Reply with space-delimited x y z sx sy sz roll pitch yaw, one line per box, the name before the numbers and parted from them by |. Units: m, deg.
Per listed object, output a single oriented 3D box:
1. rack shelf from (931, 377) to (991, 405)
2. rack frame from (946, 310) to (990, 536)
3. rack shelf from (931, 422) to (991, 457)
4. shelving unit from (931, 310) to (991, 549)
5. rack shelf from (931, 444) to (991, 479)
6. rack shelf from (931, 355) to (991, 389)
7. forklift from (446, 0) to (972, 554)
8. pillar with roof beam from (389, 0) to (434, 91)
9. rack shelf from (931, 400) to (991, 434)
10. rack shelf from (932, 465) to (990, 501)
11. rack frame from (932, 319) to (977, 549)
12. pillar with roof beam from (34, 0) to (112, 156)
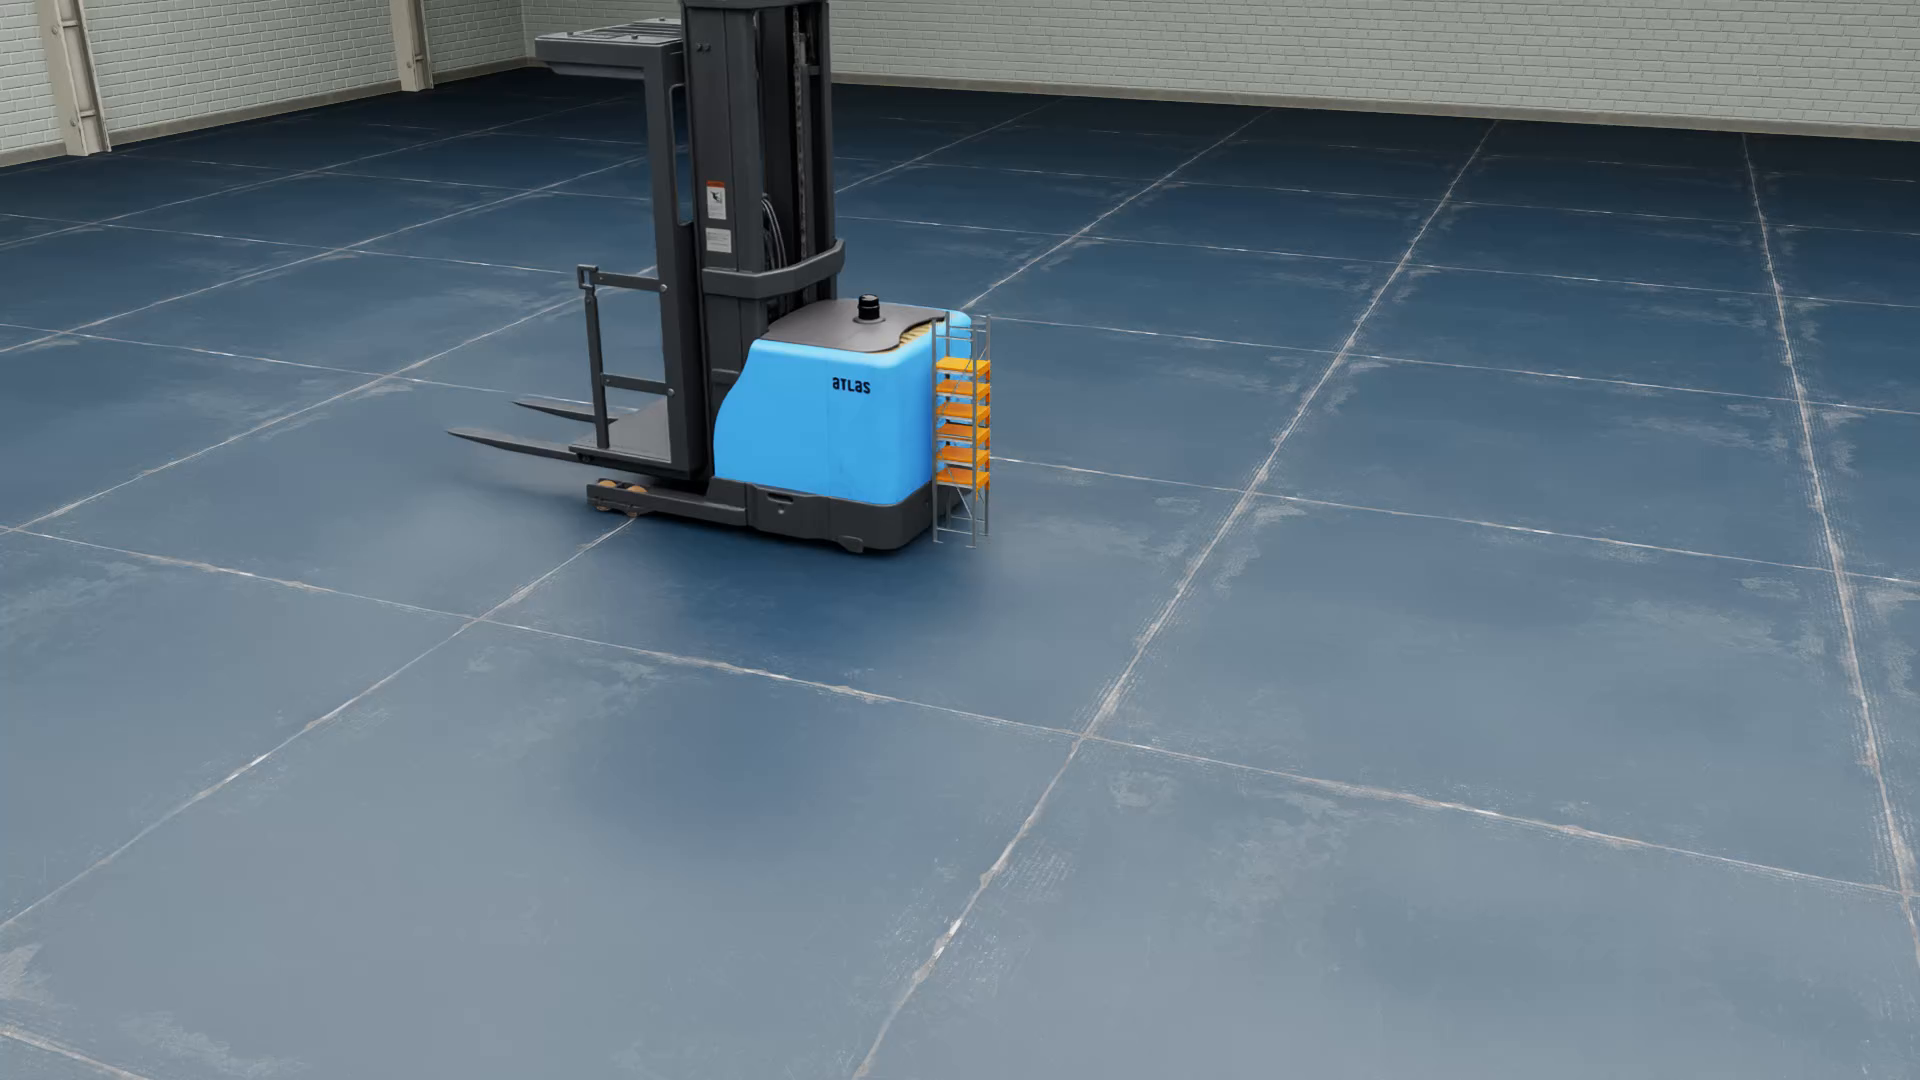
rack shelf | 0.005 -0.739 8.456 0.258 0.103 0.180 9 24 20
rack frame | 0.039 -0.592 8.610 0.240 1.200 0.006 9 24 20
rack shelf | 0.005 -0.518 8.548 0.258 0.103 0.180 9 24 20
shelving unit | 0.005 -0.559 8.531 0.258 1.200 0.189 9 24 20
rack shelf | 0.005 -0.407 8.595 0.258 0.103 0.180 9 24 20
rack shelf | 0.005 -0.850 8.410 0.258 0.103 0.180 9 24 20
forklift | -1.483 -1.651 8.900 3.031 2.935 1.130 10 25 23
pillar with roof beam | -4.141 -10.293 21.716 9.100 9.000 0.400 9 24 20
rack shelf | 0.005 -0.629 8.502 0.258 0.103 0.180 9 24 20
rack shelf | 0.005 -0.296 8.641 0.258 0.103 0.180 9 24 20
rack frame | -0.029 -0.526 8.453 0.240 1.200 0.006 9 24 20
pillar with roof beam | -6.369 -8.146 16.576 9.100 9.000 0.400 9 24 20
